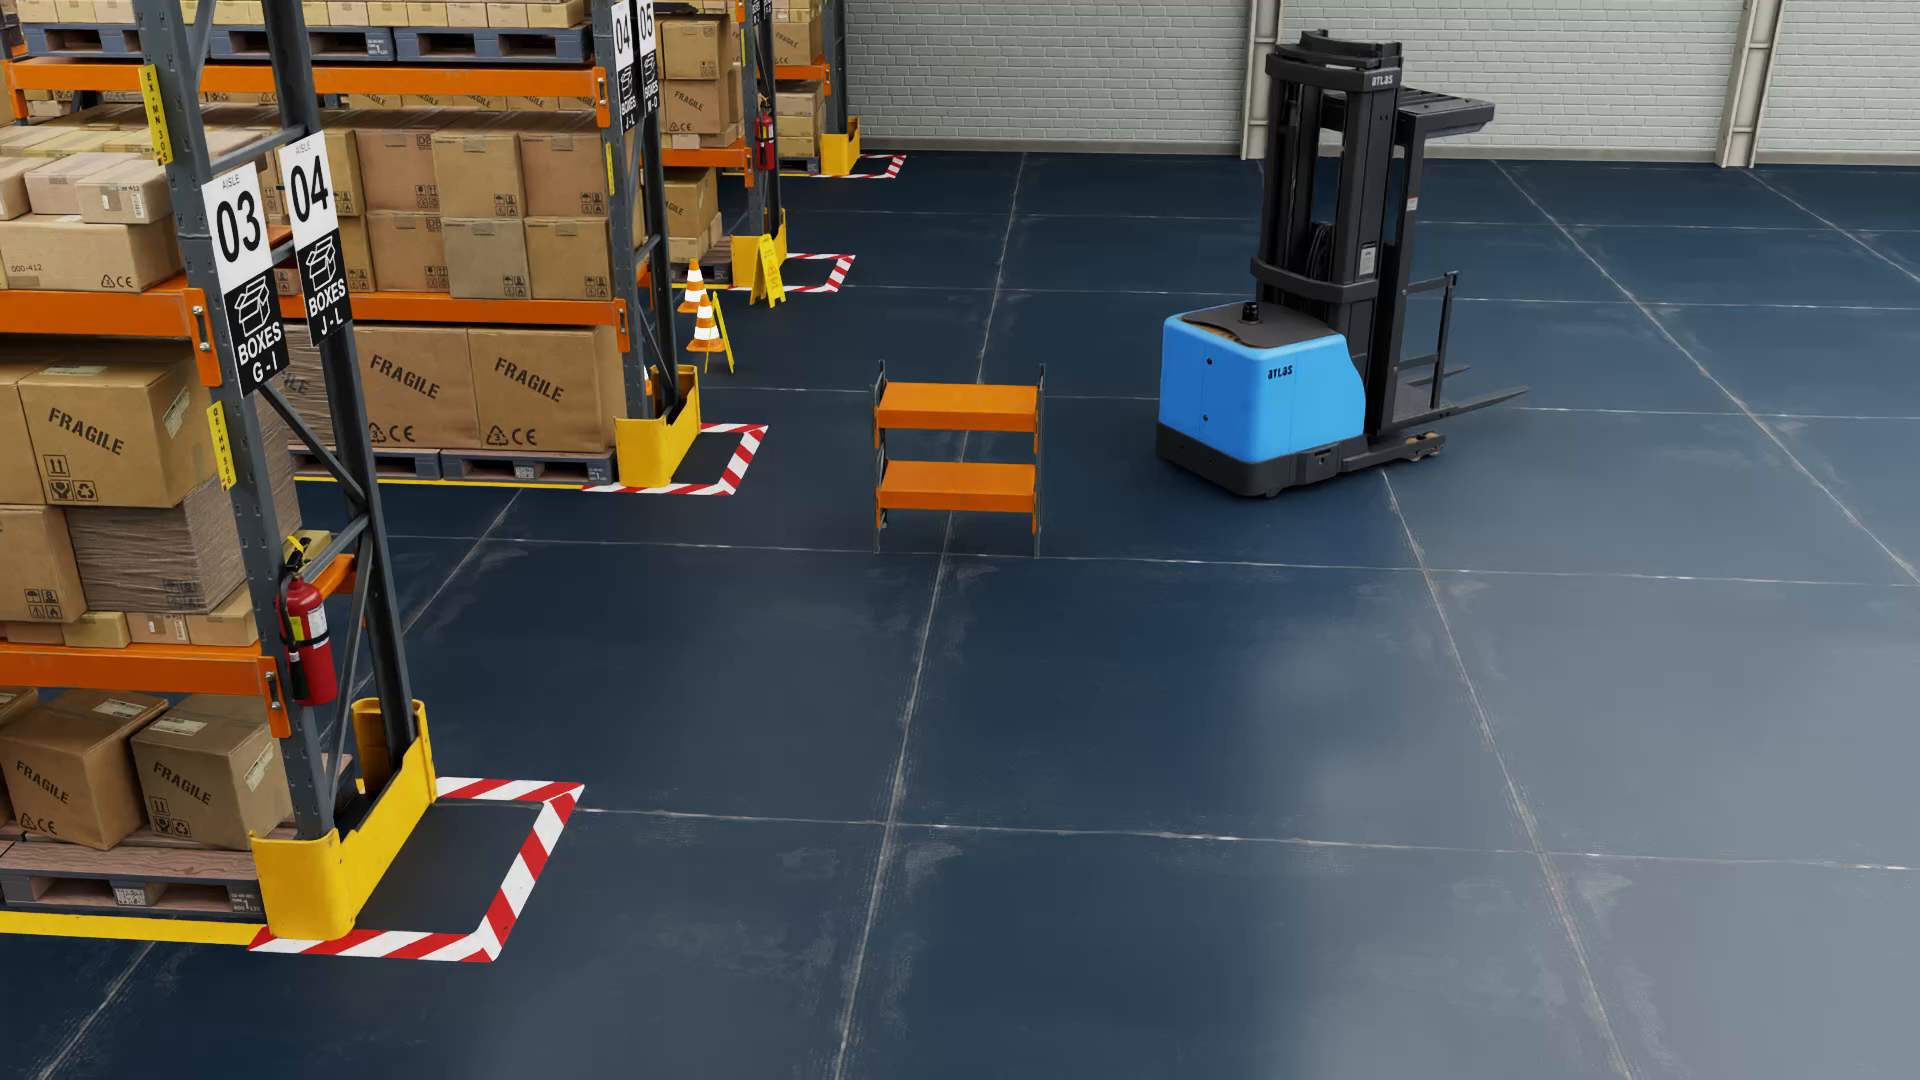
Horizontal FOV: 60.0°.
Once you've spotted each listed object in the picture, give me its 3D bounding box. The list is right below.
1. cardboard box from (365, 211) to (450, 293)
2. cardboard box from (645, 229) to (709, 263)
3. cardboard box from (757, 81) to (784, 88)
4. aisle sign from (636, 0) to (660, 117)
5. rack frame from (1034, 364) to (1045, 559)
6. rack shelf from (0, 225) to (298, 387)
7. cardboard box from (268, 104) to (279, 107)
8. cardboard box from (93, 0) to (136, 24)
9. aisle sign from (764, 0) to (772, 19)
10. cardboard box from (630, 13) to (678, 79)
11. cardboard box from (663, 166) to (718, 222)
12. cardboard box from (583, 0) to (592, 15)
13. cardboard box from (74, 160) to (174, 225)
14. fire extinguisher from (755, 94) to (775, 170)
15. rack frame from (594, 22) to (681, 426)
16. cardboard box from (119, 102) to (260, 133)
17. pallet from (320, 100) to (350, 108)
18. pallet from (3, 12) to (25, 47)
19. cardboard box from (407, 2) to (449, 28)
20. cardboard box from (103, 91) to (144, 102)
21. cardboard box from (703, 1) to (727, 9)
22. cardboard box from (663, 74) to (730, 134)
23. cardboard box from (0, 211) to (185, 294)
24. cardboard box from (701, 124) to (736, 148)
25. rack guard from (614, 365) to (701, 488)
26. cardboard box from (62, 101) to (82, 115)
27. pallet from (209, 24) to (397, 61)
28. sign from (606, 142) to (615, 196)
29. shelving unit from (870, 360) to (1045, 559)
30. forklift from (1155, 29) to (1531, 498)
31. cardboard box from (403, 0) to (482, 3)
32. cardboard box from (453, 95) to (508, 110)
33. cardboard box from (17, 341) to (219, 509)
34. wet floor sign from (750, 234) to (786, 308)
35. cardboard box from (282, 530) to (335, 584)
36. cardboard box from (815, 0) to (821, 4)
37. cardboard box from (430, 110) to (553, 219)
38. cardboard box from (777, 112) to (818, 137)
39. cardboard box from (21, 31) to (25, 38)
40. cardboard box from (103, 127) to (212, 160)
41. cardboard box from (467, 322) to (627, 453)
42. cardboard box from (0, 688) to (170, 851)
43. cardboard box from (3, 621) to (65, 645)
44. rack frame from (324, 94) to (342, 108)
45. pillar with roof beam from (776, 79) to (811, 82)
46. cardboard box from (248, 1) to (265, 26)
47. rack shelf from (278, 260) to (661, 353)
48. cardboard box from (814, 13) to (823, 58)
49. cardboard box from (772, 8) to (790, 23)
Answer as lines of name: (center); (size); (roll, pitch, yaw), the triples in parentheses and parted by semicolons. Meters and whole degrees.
cardboard box: (-3.659, -2.111, 11.569); (0.550, 0.550, 0.875); (2, 25, 4)
cardboard box: (-2.759, -2.893, 16.236); (0.500, 0.250, 0.500); (2, 25, 4)
cardboard box: (-2.495, -5.611, 20.945); (0.500, 0.250, 0.500); (2, 25, 4)
aisle sign: (-2.093, -3.274, 11.168); (0.004, 0.787, 0.394); (2, 25, 4)
rack frame: (0.500, -0.495, 10.480); (0.032, 1.125, 0.500); (2, 25, 4)
rack shelf: (-4.661, -1.006, 6.621); (4.000, 0.370, 1.077); (2, 25, 4)
cardboard box: (-6.431, -4.143, 15.964); (0.250, 0.149, 0.380); (2, 25, 5)
cardboard box: (-5.331, -3.414, 10.671); (0.250, 0.149, 0.380); (2, 25, 4)
aisle sign: (-1.823, -5.345, 15.668); (0.004, 0.787, 0.394); (2, 25, 4)
cardboard box: (-2.939, -4.616, 15.523); (0.500, 0.500, 0.700); (2, 25, 4)
cardboard box: (-2.715, -3.461, 16.573); (0.500, 0.500, 0.500); (1, 25, 2)
cardboard box: (-2.504, -3.600, 11.075); (0.250, 0.149, 0.380); (2, 25, 4)
cardboard box: (-2.968, -1.261, 6.016); (0.250, 0.149, 0.380); (2, 25, 4)
fire extinguisher: (-1.830, -3.806, 15.526); (0.183, 0.674, 0.296); (2, 25, 4)
rack frame: (-2.187, -1.971, 11.444); (0.127, 3.000, 1.000); (2, 25, 4)
cardboard box: (-5.252, -2.662, 11.476); (0.550, 0.550, 0.875); (2, 25, 4)
pallet: (-6.648, -4.163, 16.438); (1.213, 0.211, 1.003); (2, 25, 4)
pallet: (-7.093, -3.383, 11.155); (1.217, 0.209, 0.805); (1, 25, 2)
cardboard box: (-3.303, -3.349, 10.531); (0.250, 0.149, 0.380); (2, 25, 4)
cardboard box: (-7.906, -4.506, 15.977); (0.500, 0.500, 0.500); (1, 25, 2)
cardboard box: (-2.927, -6.498, 20.031); (0.250, 0.149, 0.380); (2, 25, 5)
cardboard box: (-2.471, -4.120, 15.640); (0.500, 0.500, 0.500); (1, 25, 3)
cardboard box: (-3.167, -1.111, 6.166); (0.500, 0.250, 0.500); (2, 25, 5)
cardboard box: (-2.298, -3.846, 15.820); (0.250, 0.149, 0.380); (3, 25, 6)
rack guard: (-2.163, -0.834, 11.965); (0.348, 0.500, 1.175); (2, 25, 4)
cardboard box: (-8.508, -4.238, 16.170); (0.250, 0.149, 0.380); (3, 25, 7)
pallet: (-4.147, -3.350, 10.960); (1.213, 0.211, 1.003); (2, 25, 4)
sign: (-2.242, -2.379, 10.662); (0.005, 0.325, 0.100); (2, 25, 4)
shelving unit: (-0.007, -0.511, 10.515); (1.048, 1.125, 0.538); (2, 25, 4)
forklift: (2.922, -2.069, 11.740); (3.031, 2.935, 1.130); (-15, 29, -29)
cardboard box: (-3.195, -3.552, 10.494); (0.500, 0.250, 0.500); (2, 25, 4)
cardboard box: (-4.477, -4.187, 15.786); (0.500, 0.500, 0.500); (2, 25, 4)
cardboard box: (-3.234, -0.456, 6.481); (0.500, 0.500, 0.500); (2, 25, 4)
wet floor sign: (-1.801, -2.515, 15.445); (0.232, 0.644, 0.267); (11, 27, 22)
cardboard box: (-2.933, 0.099, 7.247); (0.250, 0.149, 0.380); (2, 25, 4)
cardboard box: (-1.851, -6.681, 20.429); (0.250, 0.149, 0.380); (1, 25, 3)
cardboard box: (-3.109, -2.537, 11.203); (0.550, 0.550, 0.875); (2, 25, 4)
cardboard box: (-2.041, -5.160, 20.564); (0.500, 0.250, 0.500); (2, 25, 3)
cardboard box: (-9.410, -4.766, 16.541); (0.500, 0.500, 0.500); (1, 25, 2)
cardboard box: (-3.175, -1.536, 6.614); (0.250, 0.149, 0.380); (2, 25, 5)
cardboard box: (-2.868, -1.190, 11.788); (0.875, 0.875, 0.875); (2, 25, 4)
cardboard box: (-3.887, 1.006, 7.463); (0.500, 0.500, 0.500); (8, 26, 18)
cardboard box: (-3.718, 0.275, 6.864); (0.250, 0.149, 0.380); (2, 25, 4)
rack frame: (-5.897, -4.165, 16.213); (0.127, 3.000, 1.000); (2, 25, 4)
pillar with roof beam: (-2.487, -7.435, 16.143); (0.400, 9.000, 9.100); (2, 25, 4)
cardboard box: (-4.321, -3.381, 10.600); (0.250, 0.149, 0.380); (2, 25, 5)
rack shelf: (-4.181, -1.708, 11.734); (4.000, 0.370, 1.077); (2, 25, 4)
cardboard box: (-2.005, -6.283, 20.696); (0.500, 0.500, 0.500); (3, 25, 6)
cardboard box: (-2.156, -6.336, 20.036); (0.250, 0.149, 0.380); (2, 25, 5)
